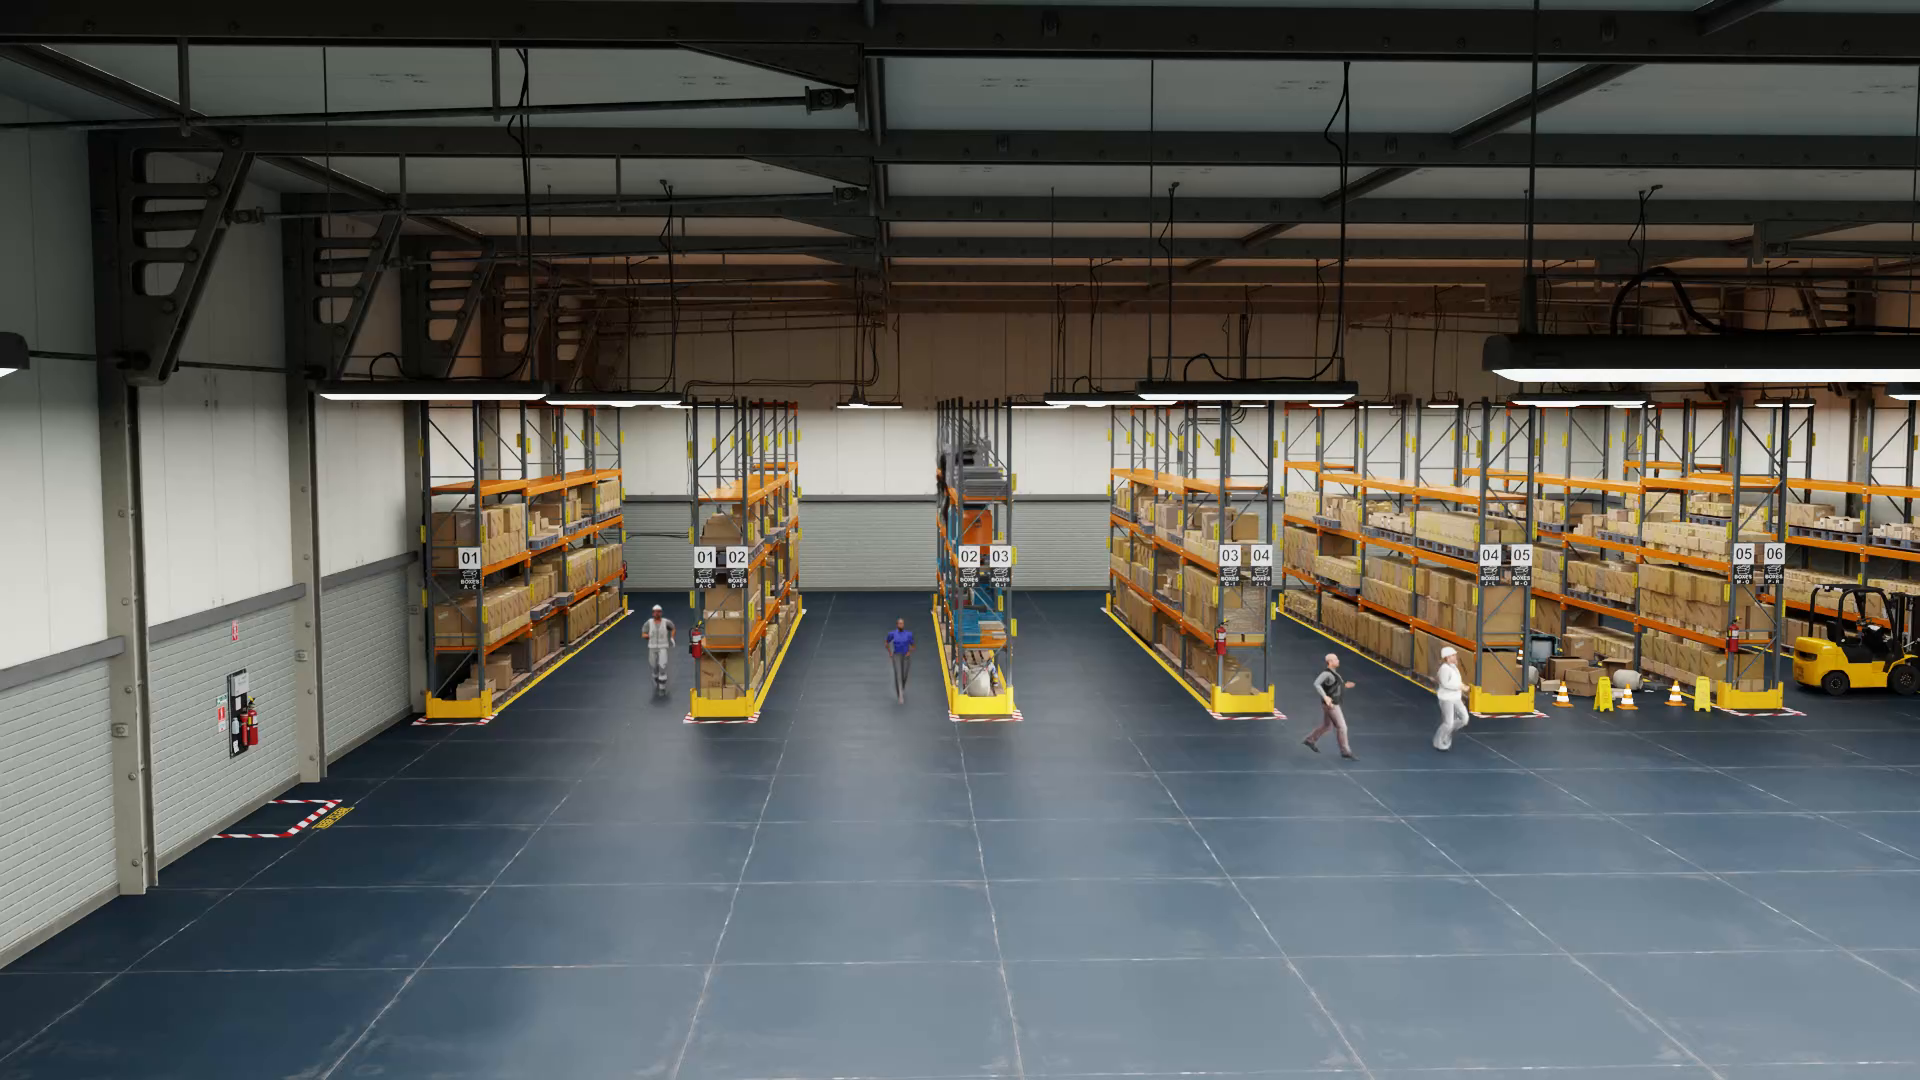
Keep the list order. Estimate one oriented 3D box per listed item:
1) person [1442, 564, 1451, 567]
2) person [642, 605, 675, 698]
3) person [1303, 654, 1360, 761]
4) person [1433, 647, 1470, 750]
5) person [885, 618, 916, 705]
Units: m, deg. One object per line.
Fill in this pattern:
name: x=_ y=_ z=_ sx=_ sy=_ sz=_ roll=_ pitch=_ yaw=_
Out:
person: x=14.449 y=1.057 z=49.339 sx=0.860 sy=1.726 sz=0.768 roll=2 pitch=5 yaw=28
person: x=-6.086 y=2.230 z=33.584 sx=0.648 sy=1.845 sz=0.799 roll=0 pitch=4 yaw=-1
person: x=6.121 y=2.726 z=27.347 sx=0.956 sy=1.716 sz=0.650 roll=2 pitch=5 yaw=22
person: x=8.298 y=2.672 z=28.031 sx=0.633 sy=1.750 sz=0.680 roll=3 pitch=6 yaw=38
person: x=-1.169 y=2.367 z=32.868 sx=0.596 sy=1.662 sz=0.818 roll=-1 pitch=4 yaw=-11
